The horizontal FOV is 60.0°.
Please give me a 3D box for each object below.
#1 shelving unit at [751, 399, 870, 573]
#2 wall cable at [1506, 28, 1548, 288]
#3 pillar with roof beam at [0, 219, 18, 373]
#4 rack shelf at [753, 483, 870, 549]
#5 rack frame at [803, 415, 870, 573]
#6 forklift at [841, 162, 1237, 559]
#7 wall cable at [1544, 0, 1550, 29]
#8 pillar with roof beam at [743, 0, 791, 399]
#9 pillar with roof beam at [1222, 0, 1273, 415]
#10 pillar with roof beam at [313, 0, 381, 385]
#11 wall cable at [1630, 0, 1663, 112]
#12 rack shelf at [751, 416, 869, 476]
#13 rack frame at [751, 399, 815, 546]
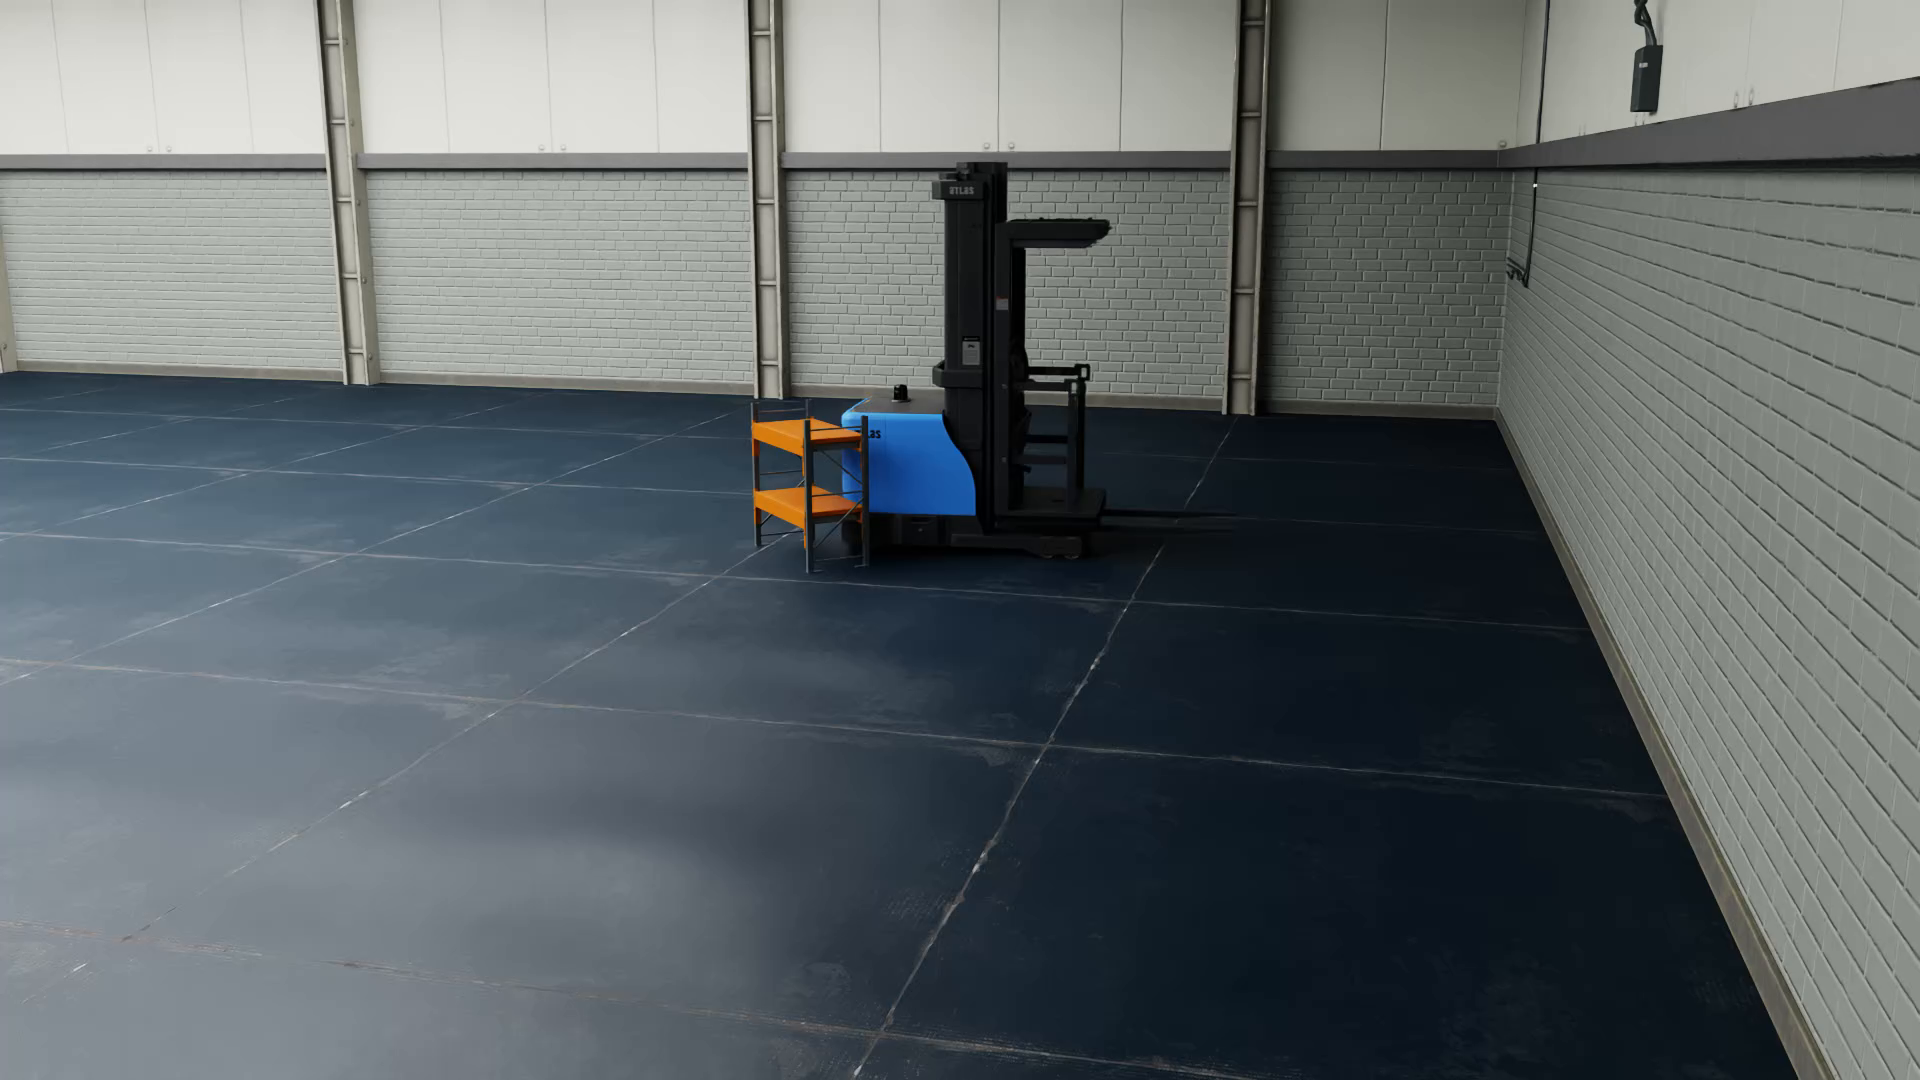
[{"bbox_3d":[-1.140,-0.432,12.583,0.538,1.125,1.048,-7,14,-28],"label":"shelving unit"},{"bbox_3d":[5.937,-3.988,17.601,0.112,2.526,3.097,3,13,14],"label":"wall cable"},{"bbox_3d":[-15.113,-5.964,19.337,0.400,9.000,9.100,3,13,14],"label":"pillar with roof beam"},{"bbox_3d":[-1.140,-0.193,12.636,0.538,0.278,1.000,-7,14,-28],"label":"rack shelf"},{"bbox_3d":[-0.897,-0.335,12.147,0.500,1.125,0.032,-7,14,-28],"label":"rack frame"},{"bbox_3d":[0.642,-1.407,12.811,3.031,2.935,1.130,2,13,8],"label":"forklift"},{"bbox_3d":[5.289,-5.885,14.490,0.112,2.526,3.097,3,13,14],"label":"wall cable"},{"bbox_3d":[-3.463,-5.341,16.530,0.400,9.000,9.100,3,13,14],"label":"pillar with roof beam"},{"bbox_3d":[2.362,-5.029,15.127,0.400,9.000,9.100,3,13,14],"label":"pillar with roof beam"},{"bbox_3d":[-9.288,-5.652,17.934,0.400,9.000,9.100,3,13,14],"label":"pillar with roof beam"},{"bbox_3d":[3.647,-5.168,7.902,0.169,6.003,2.305,3,13,14],"label":"wall cable"},{"bbox_3d":[-1.140,-0.718,12.520,0.538,0.278,1.000,-7,14,-28],"label":"rack shelf"},{"bbox_3d":[-1.382,-0.529,13.020,0.500,1.125,0.032,-7,14,-28],"label":"rack frame"}]
